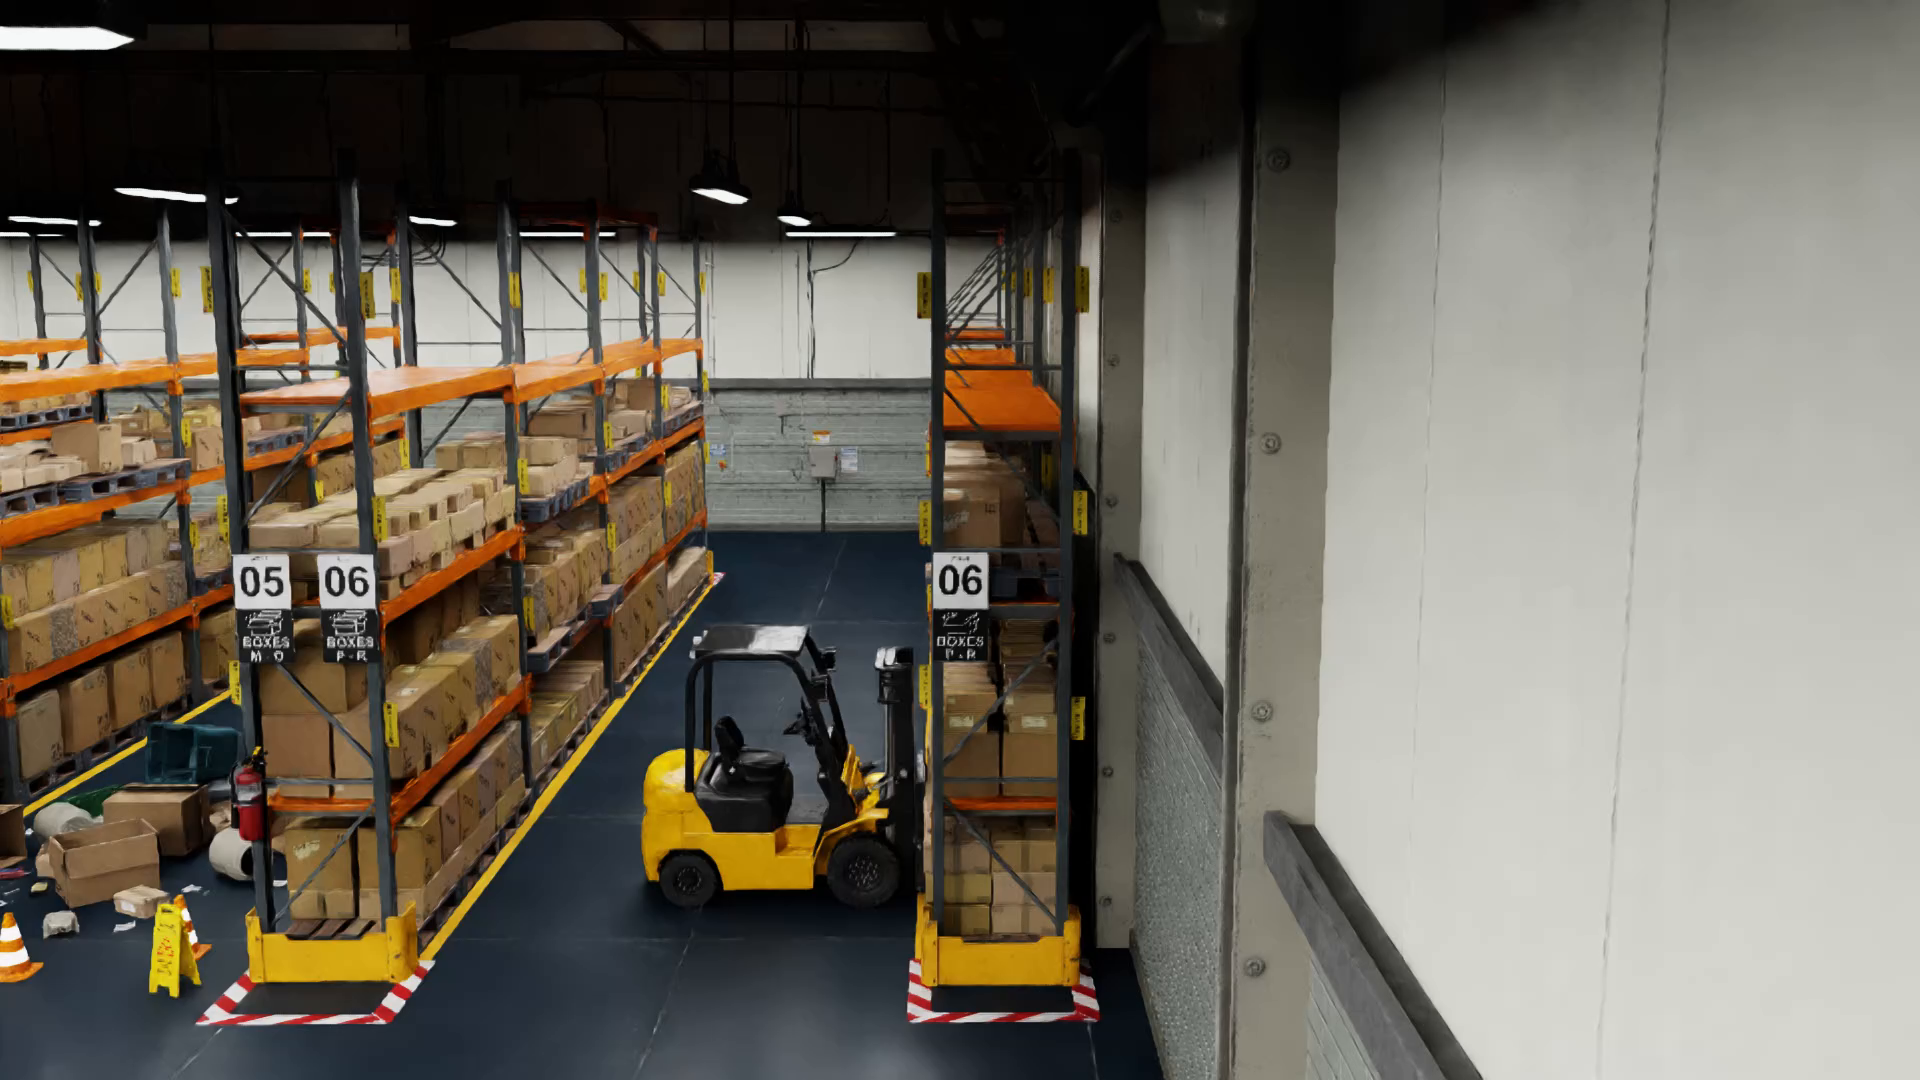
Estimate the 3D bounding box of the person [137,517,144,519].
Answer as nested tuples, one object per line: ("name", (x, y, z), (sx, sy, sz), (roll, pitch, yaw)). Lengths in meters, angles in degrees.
("person", (-12.303, 0.399, 25.112), (0.417, 1.517, 1.036), (0, 9, 2))
